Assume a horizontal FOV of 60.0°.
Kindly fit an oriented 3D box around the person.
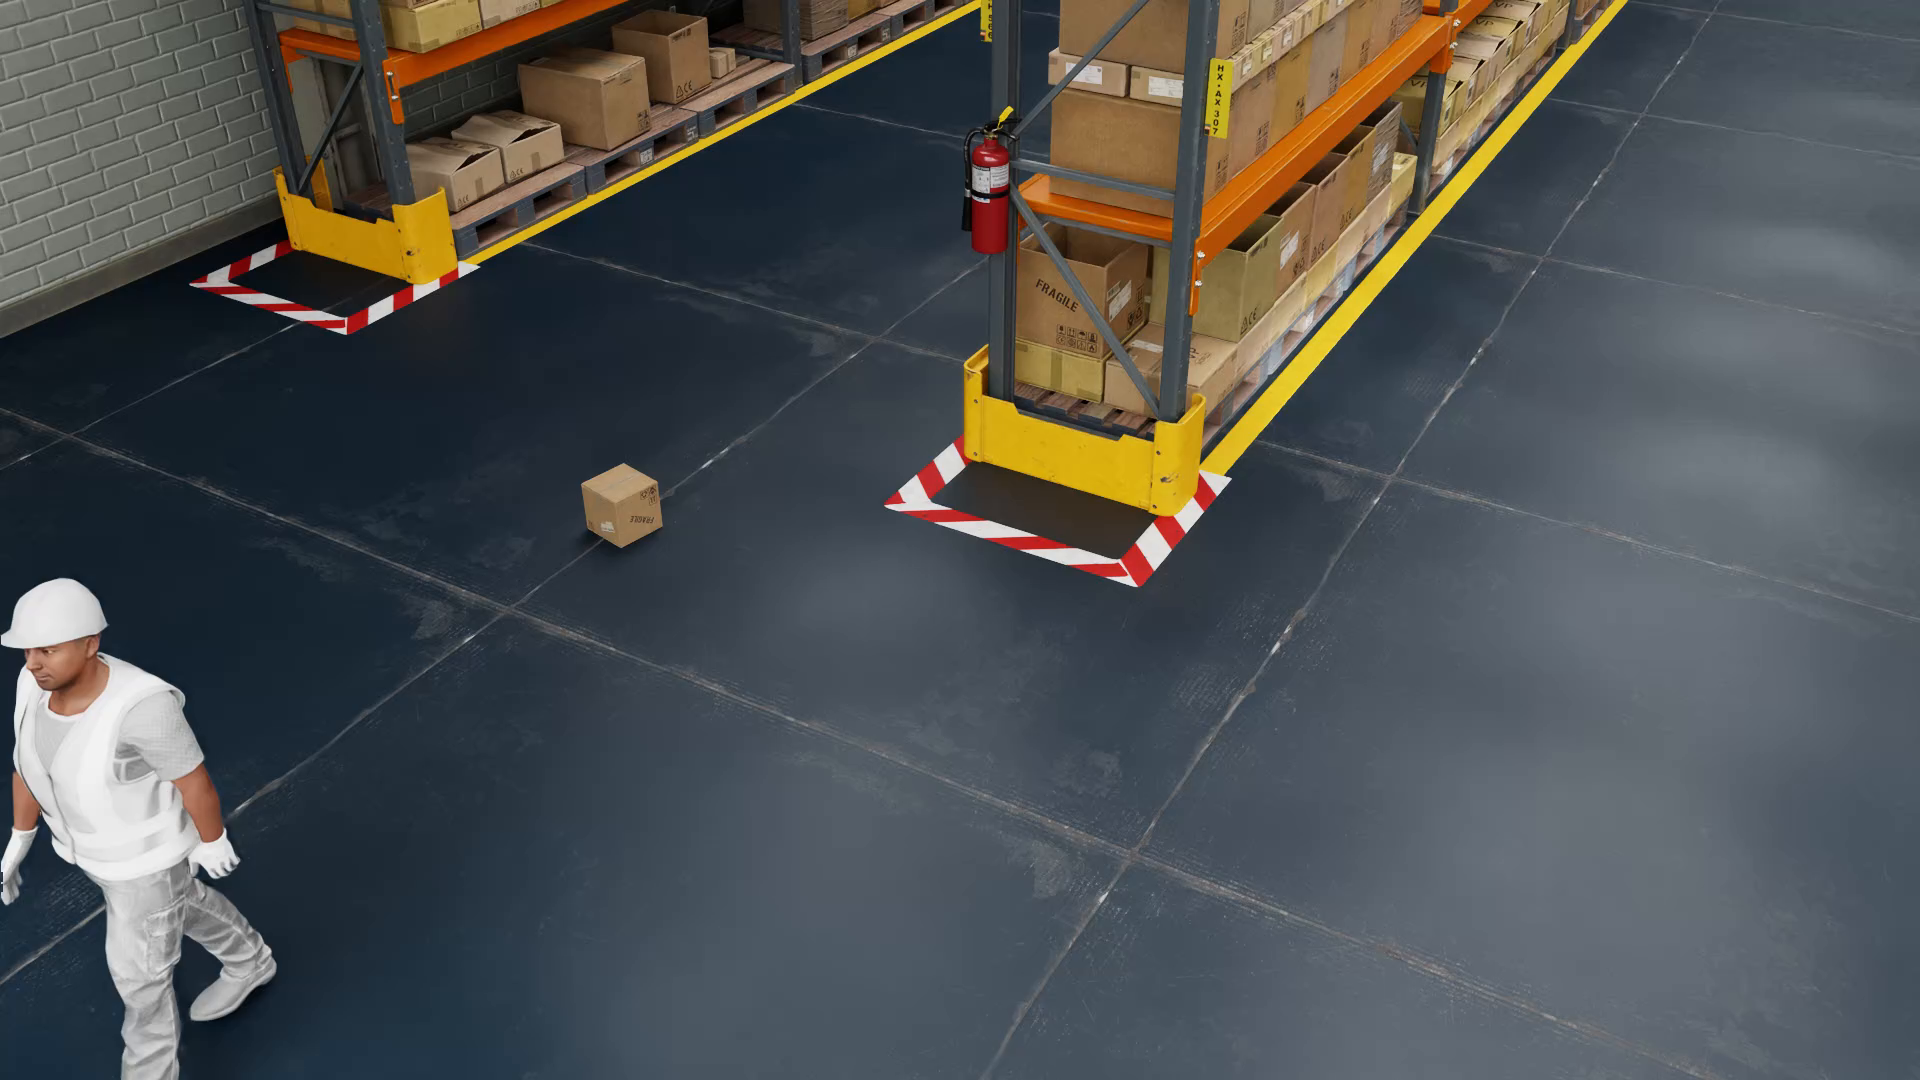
[{"bbox_3d":[-2.464,0.924,4.718,0.553,1.755,0.897,17,37,23],"label":"person"}]
